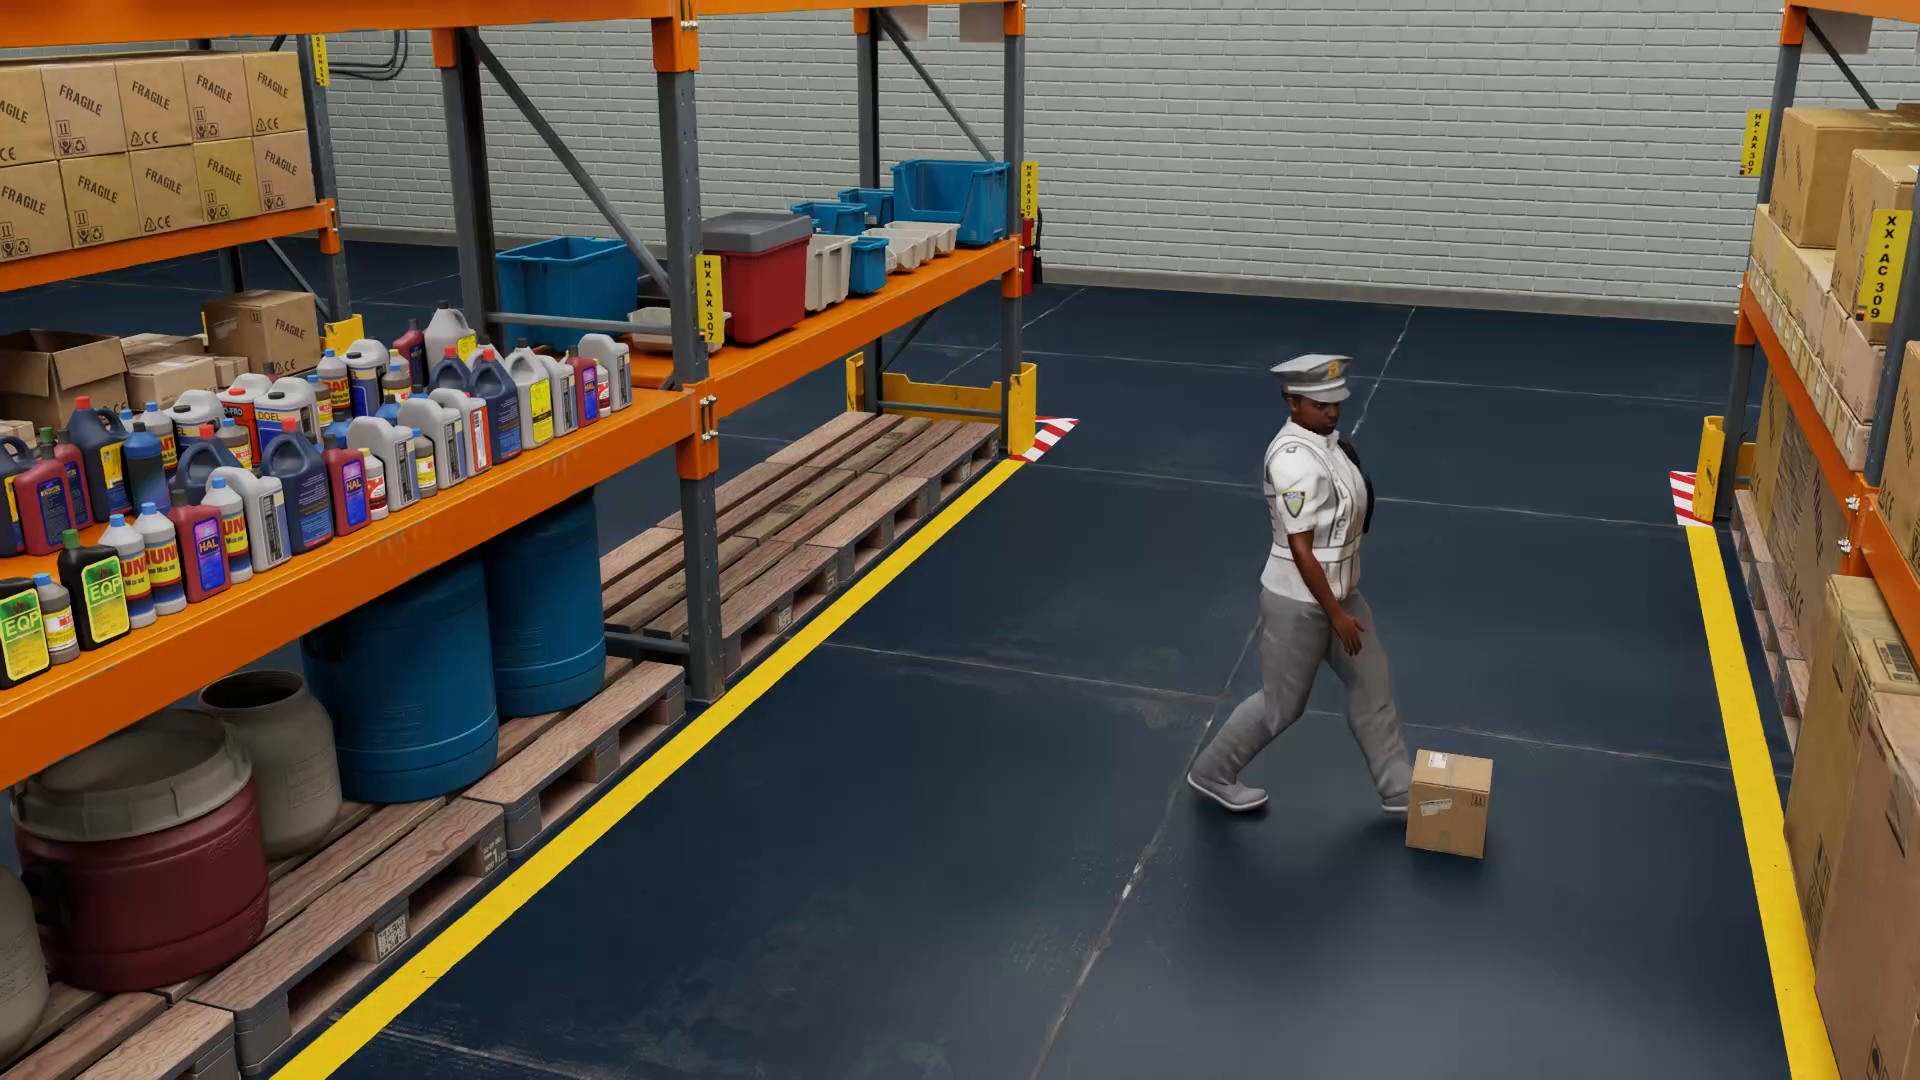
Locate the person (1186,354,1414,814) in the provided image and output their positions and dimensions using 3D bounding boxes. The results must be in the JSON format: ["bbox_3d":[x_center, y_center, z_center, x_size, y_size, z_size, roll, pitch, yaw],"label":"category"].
[{"bbox_3d":[1.261,0.184,5.529,0.935,1.622,0.474,10,21,26],"label":"person"}]
